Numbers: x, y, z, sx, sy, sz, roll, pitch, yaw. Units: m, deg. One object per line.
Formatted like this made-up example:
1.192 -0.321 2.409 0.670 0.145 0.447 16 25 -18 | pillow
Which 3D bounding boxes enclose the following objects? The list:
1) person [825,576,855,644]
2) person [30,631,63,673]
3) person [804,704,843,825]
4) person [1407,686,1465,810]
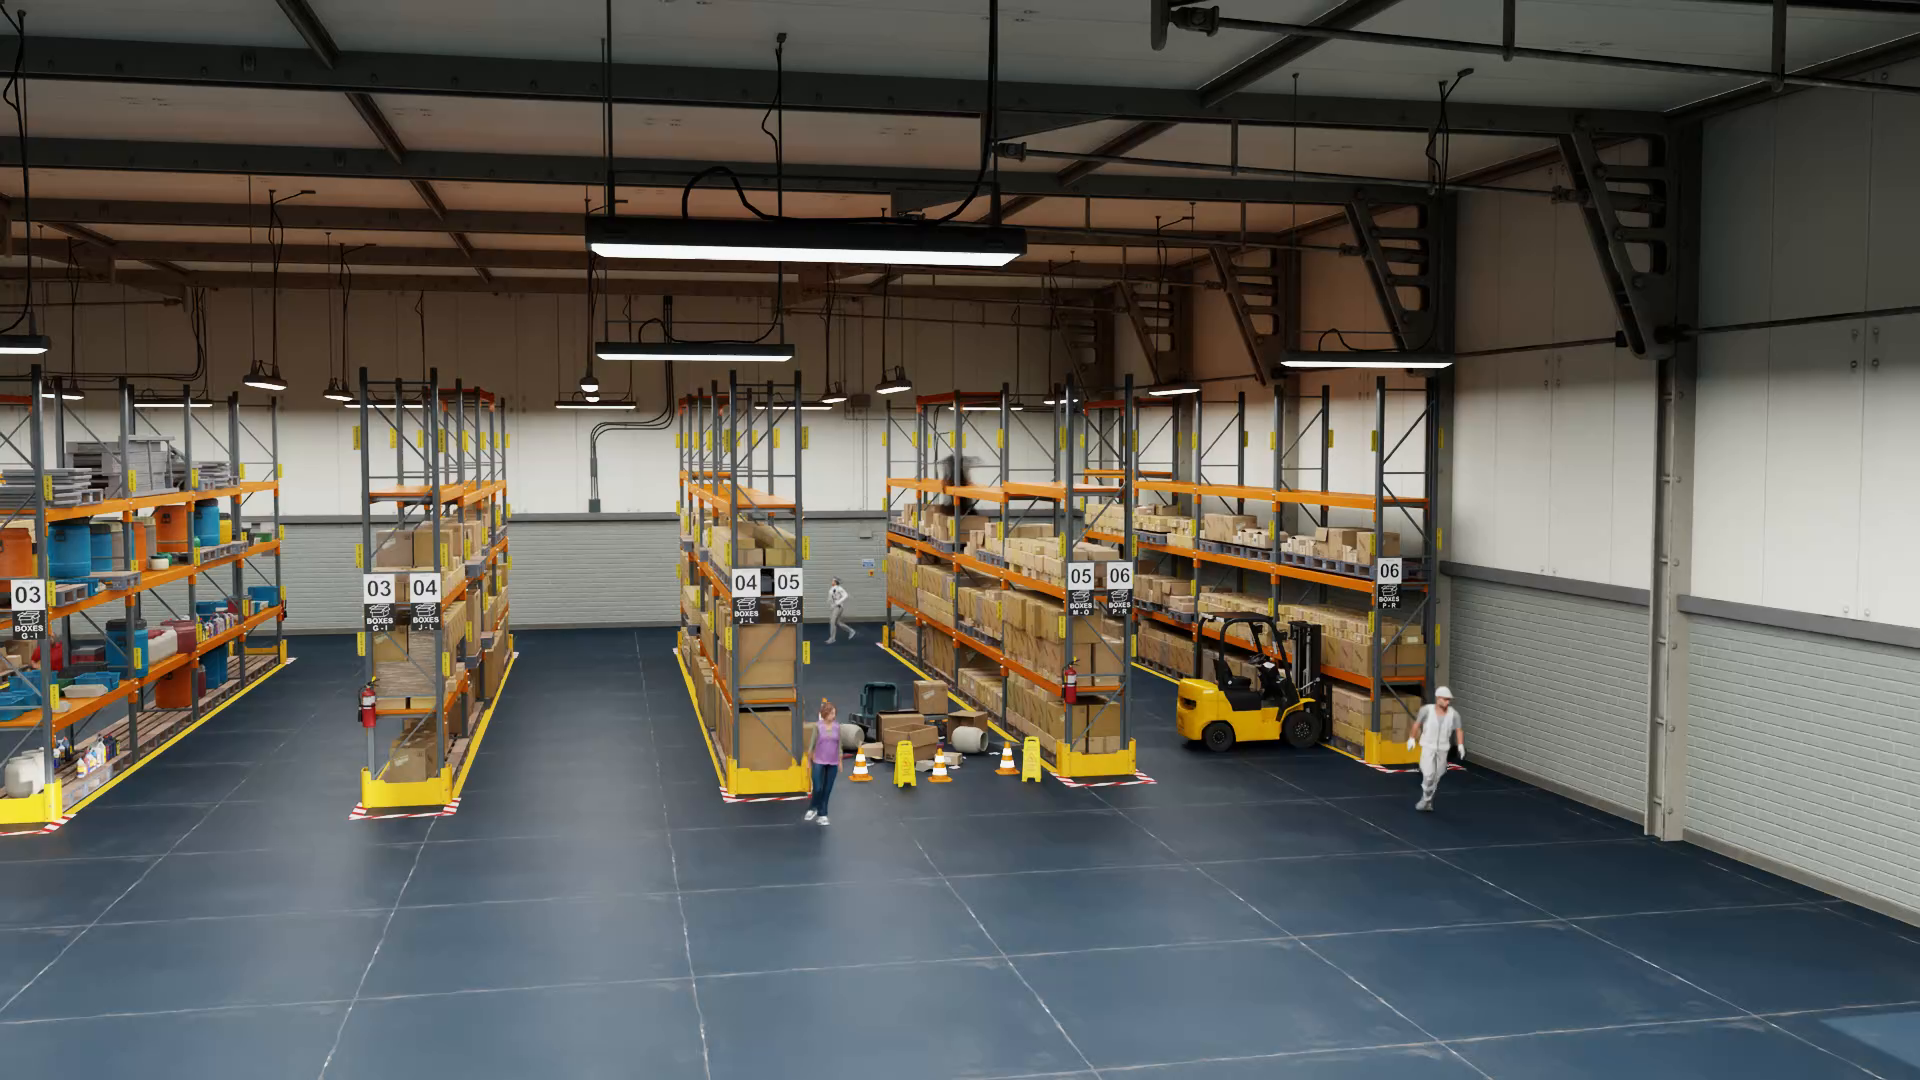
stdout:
-3.050 1.714 41.495 0.853 1.670 0.644 -2 4 -28 | person
-16.002 2.434 29.330 0.659 1.674 0.775 -1 4 -21 | person
-1.777 2.912 21.625 0.501 1.587 0.406 -2 4 -26 | person
6.376 2.799 22.247 0.644 1.722 0.728 0 3 -2 | person
